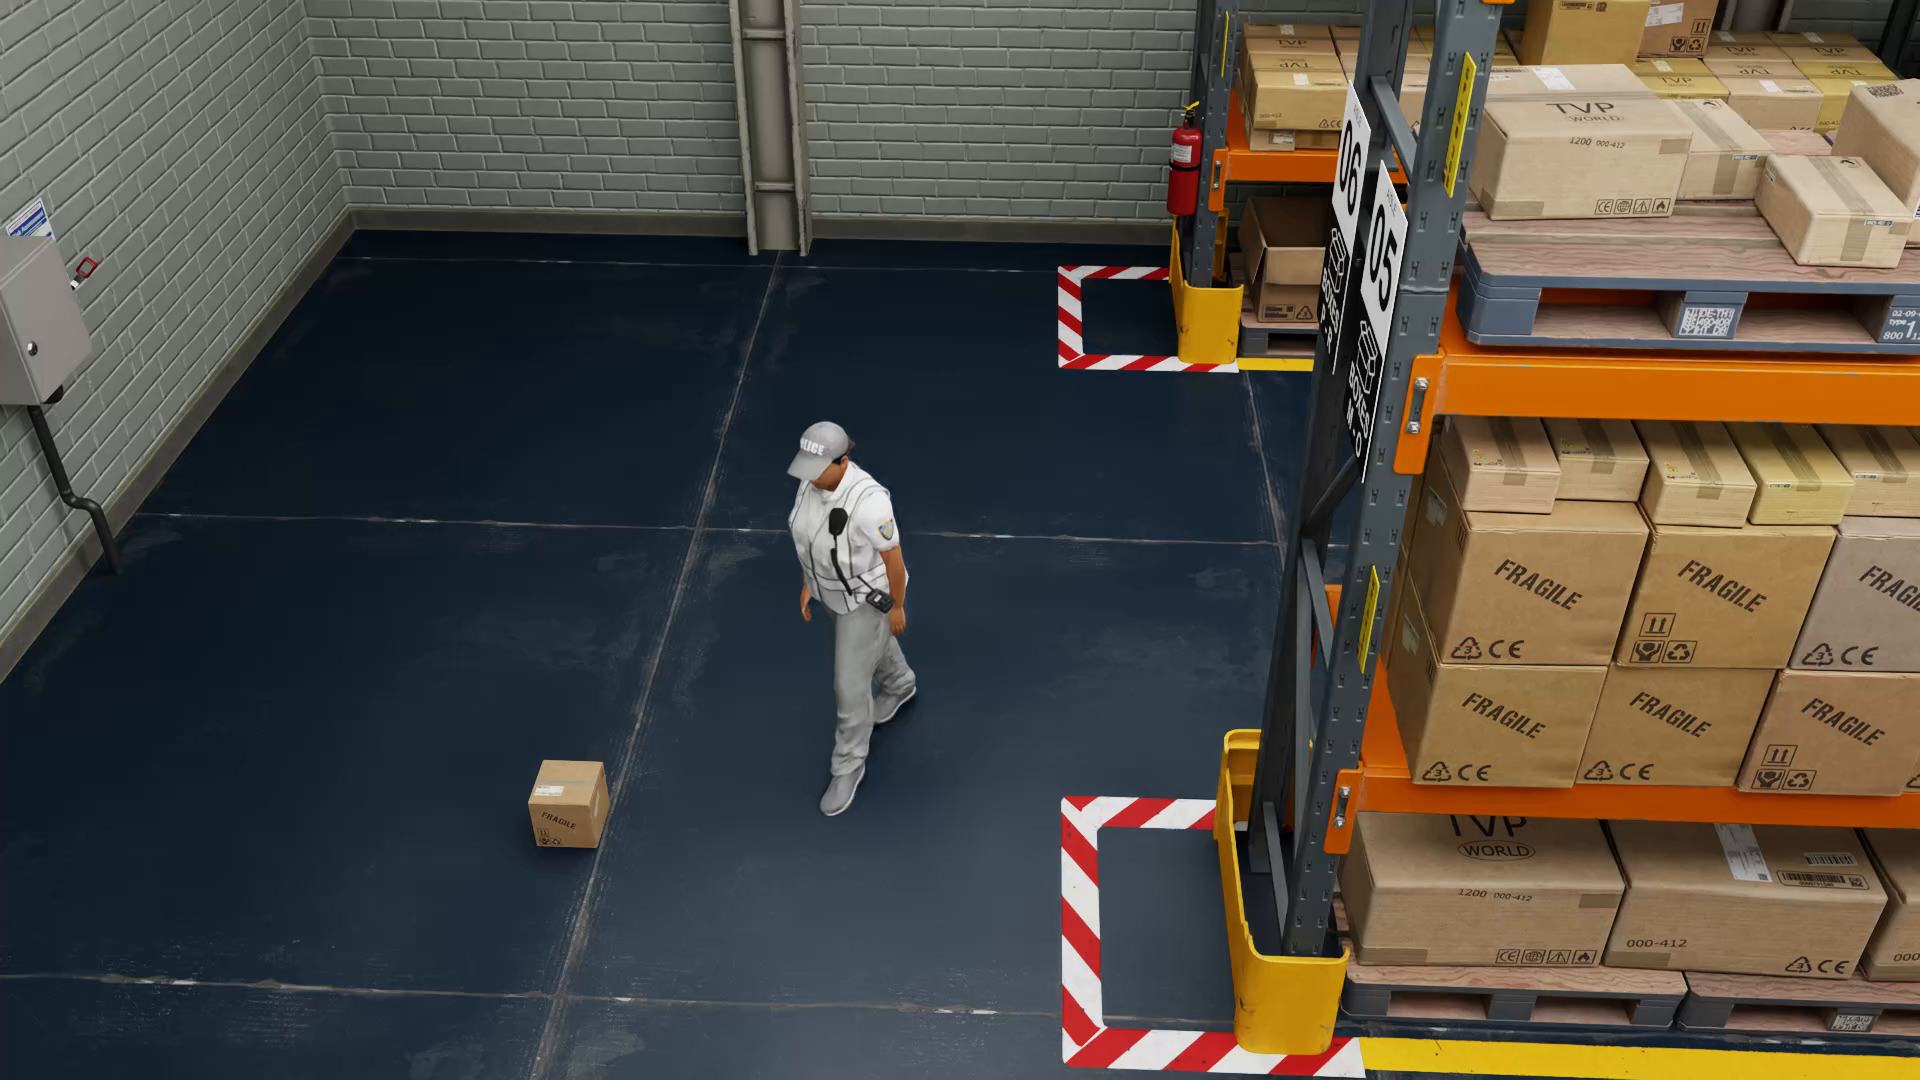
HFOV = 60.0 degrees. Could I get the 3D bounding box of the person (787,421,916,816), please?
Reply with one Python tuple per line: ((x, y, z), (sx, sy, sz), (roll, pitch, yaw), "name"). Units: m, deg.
((-0.438, 0.237, 6.811), (0.768, 1.669, 0.547), (-27, 44, -32), "person")
